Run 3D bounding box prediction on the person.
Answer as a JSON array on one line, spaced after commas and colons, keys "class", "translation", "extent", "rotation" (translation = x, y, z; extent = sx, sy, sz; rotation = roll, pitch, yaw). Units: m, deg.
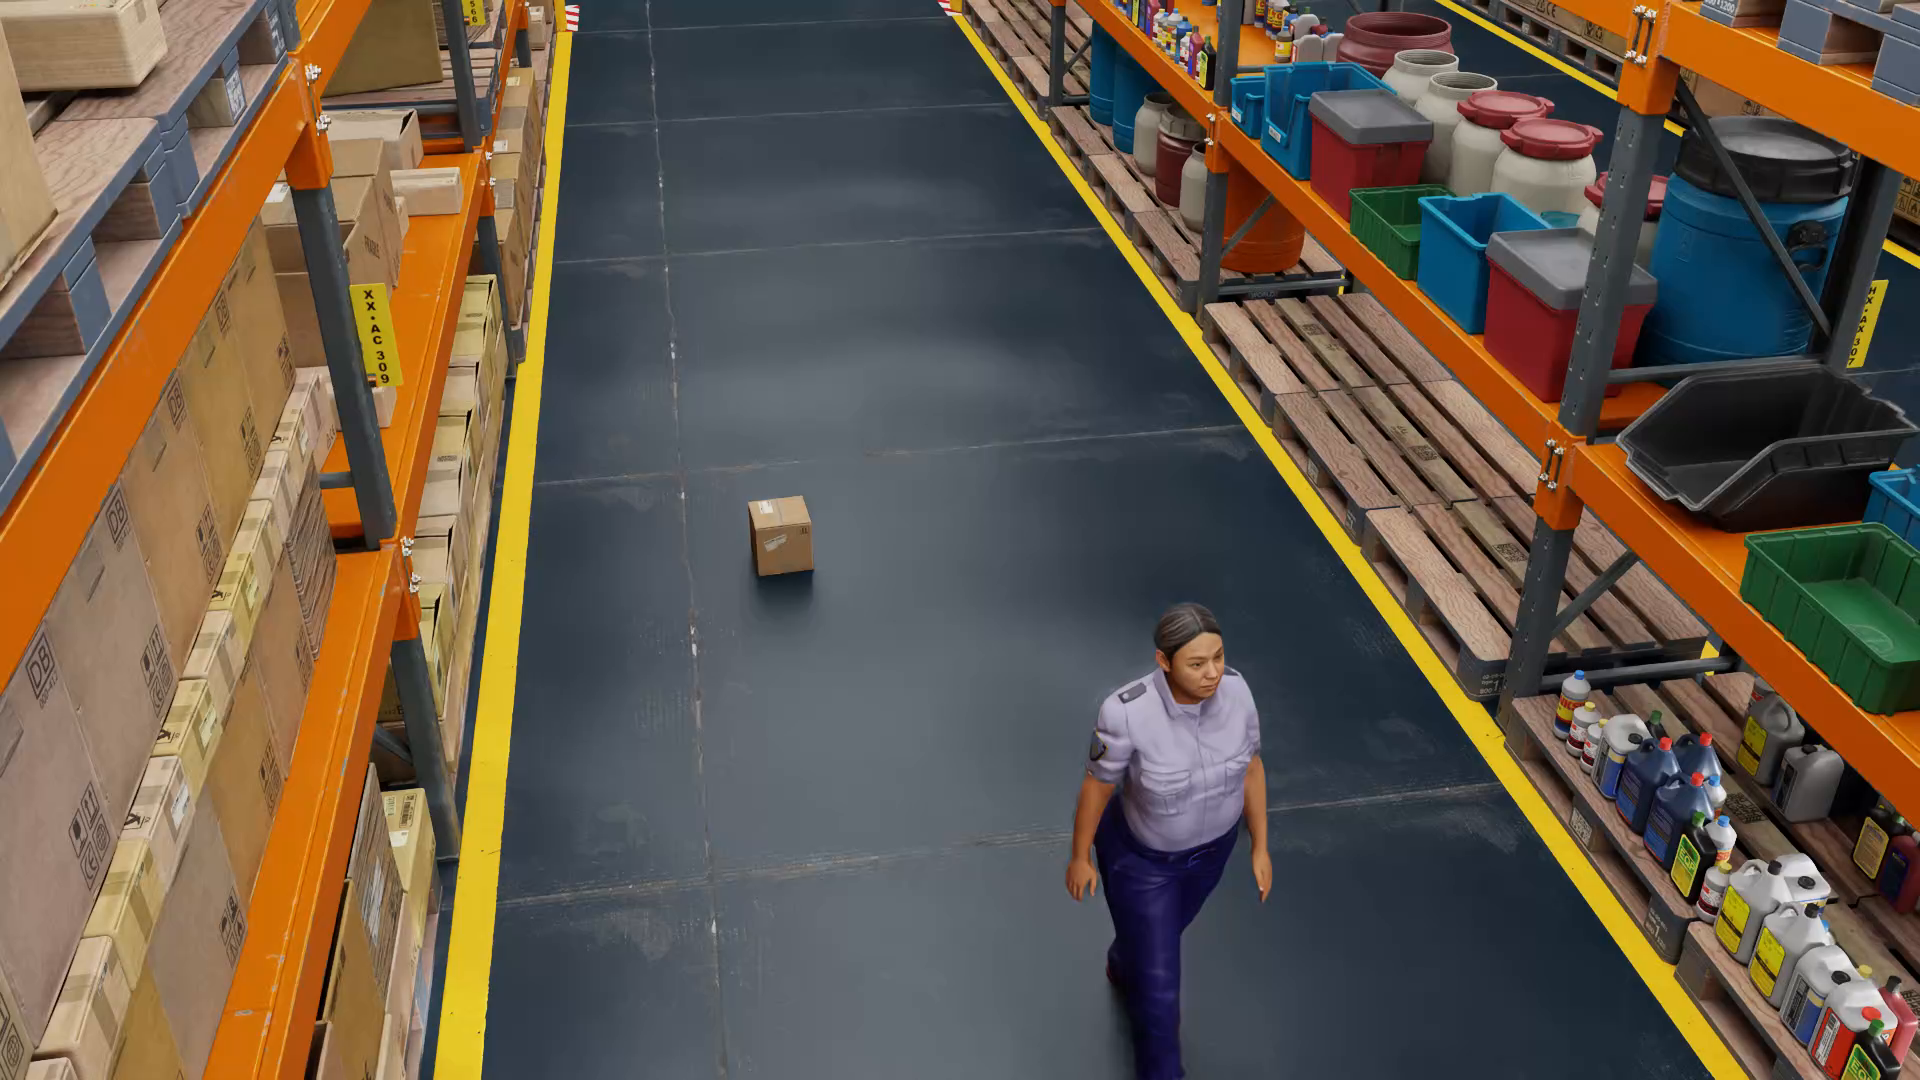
[{"class": "person", "translation": [0.591, 0.914, 4.659], "extent": [0.536, 1.691, 0.746], "rotation": [-14, 34, -22]}]
